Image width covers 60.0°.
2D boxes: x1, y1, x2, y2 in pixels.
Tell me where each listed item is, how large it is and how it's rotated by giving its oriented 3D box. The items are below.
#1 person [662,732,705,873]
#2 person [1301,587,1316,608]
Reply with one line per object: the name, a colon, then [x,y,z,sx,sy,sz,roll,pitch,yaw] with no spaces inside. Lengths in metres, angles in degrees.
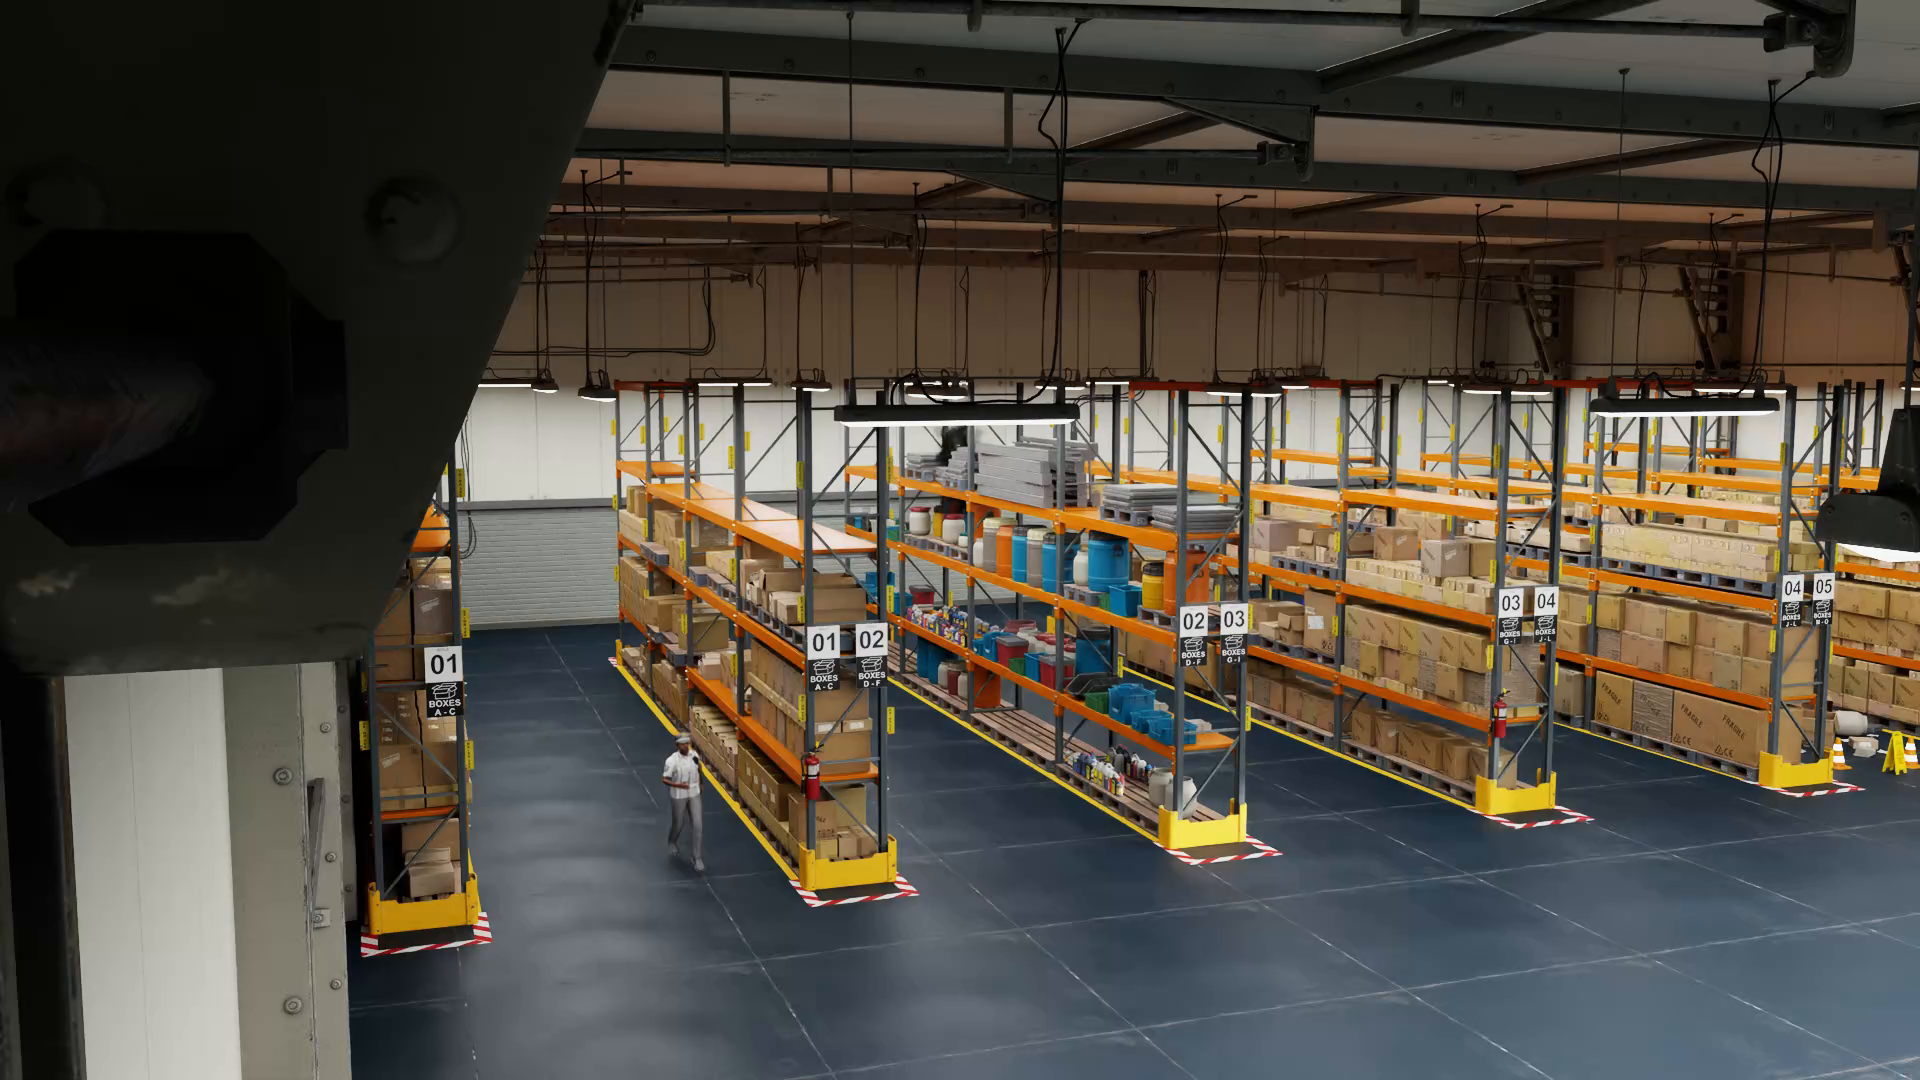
person: [-3.489,3.267,21.055,0.587,1.729,0.895,-3,7,-28]
person: [7.358,1.841,34.698,0.562,1.669,0.863,-2,6,-17]
